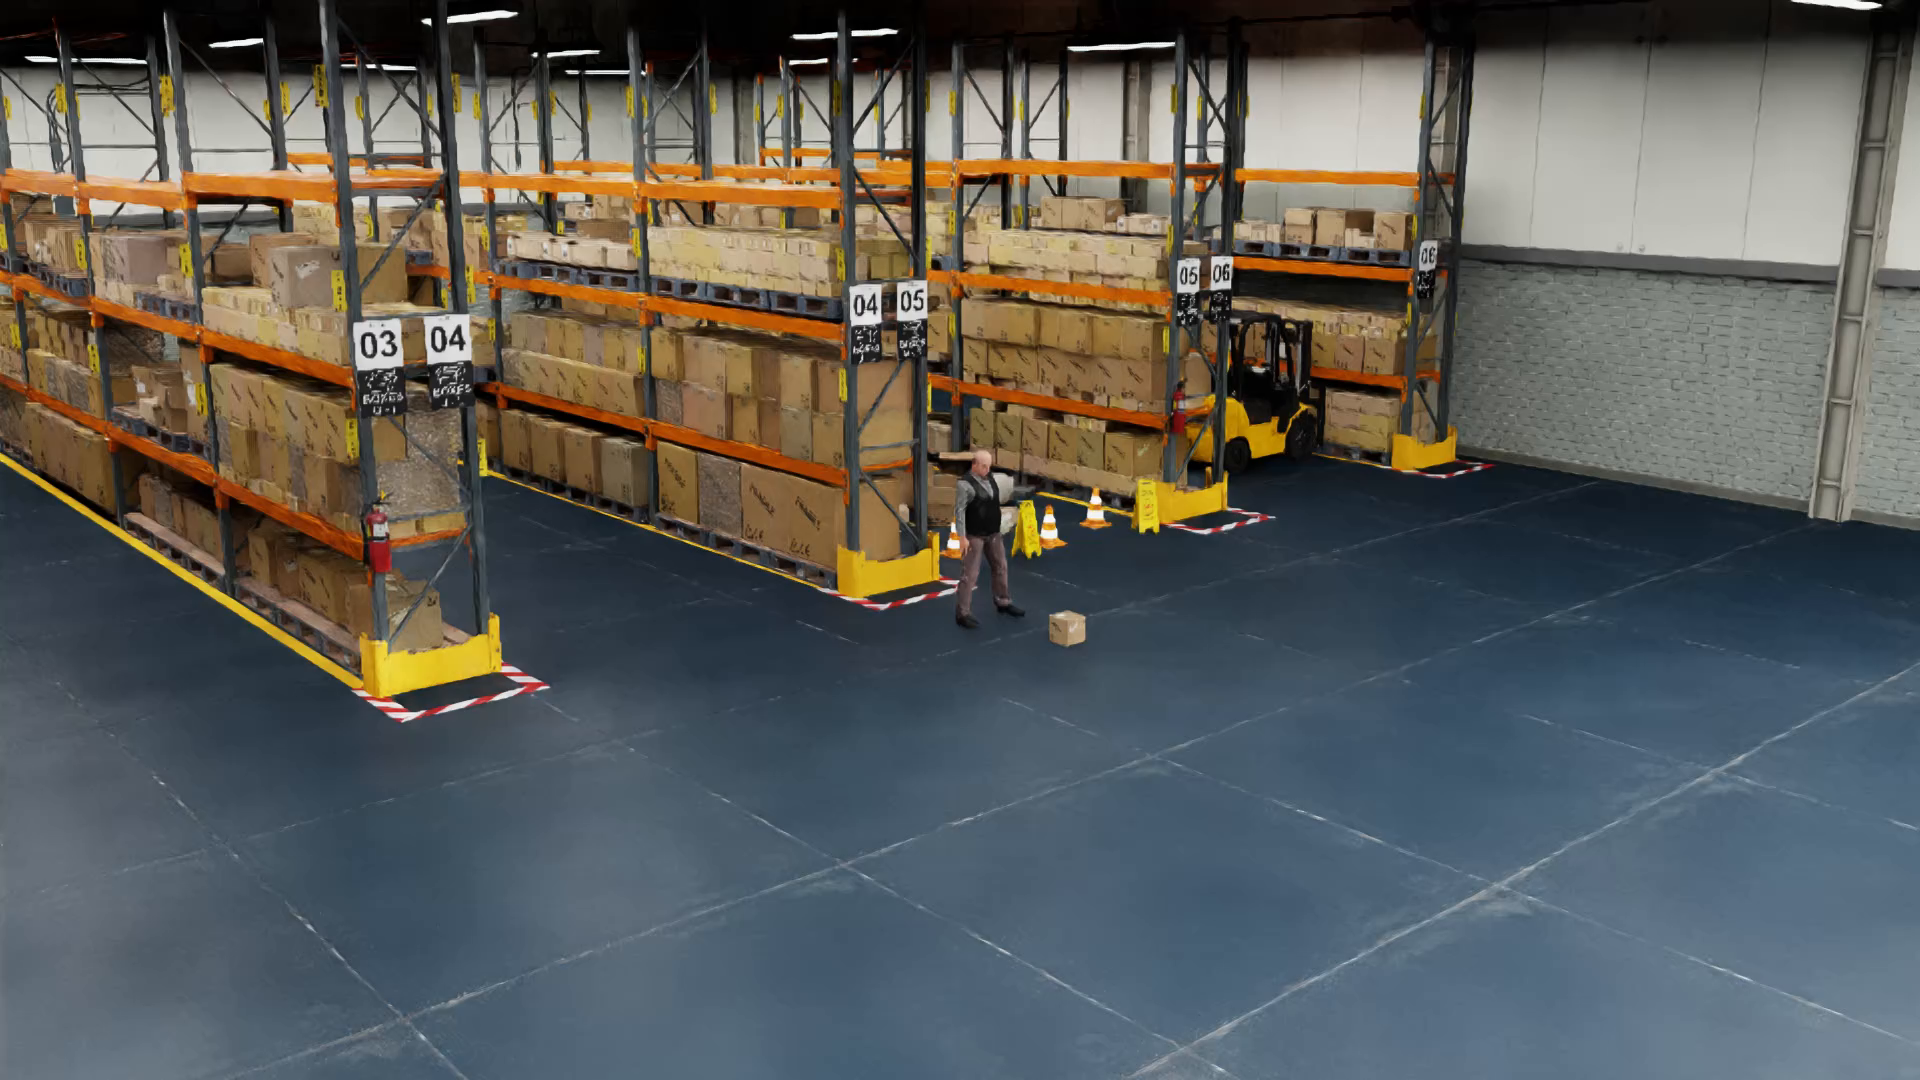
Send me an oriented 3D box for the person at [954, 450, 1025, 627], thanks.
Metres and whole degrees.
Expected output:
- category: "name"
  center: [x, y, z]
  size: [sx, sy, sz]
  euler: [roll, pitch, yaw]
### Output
- category: "person"
  center: [0.267, -0.041, 16.163]
  size: [0.468, 1.705, 0.703]
  euler: [11, 18, 38]
